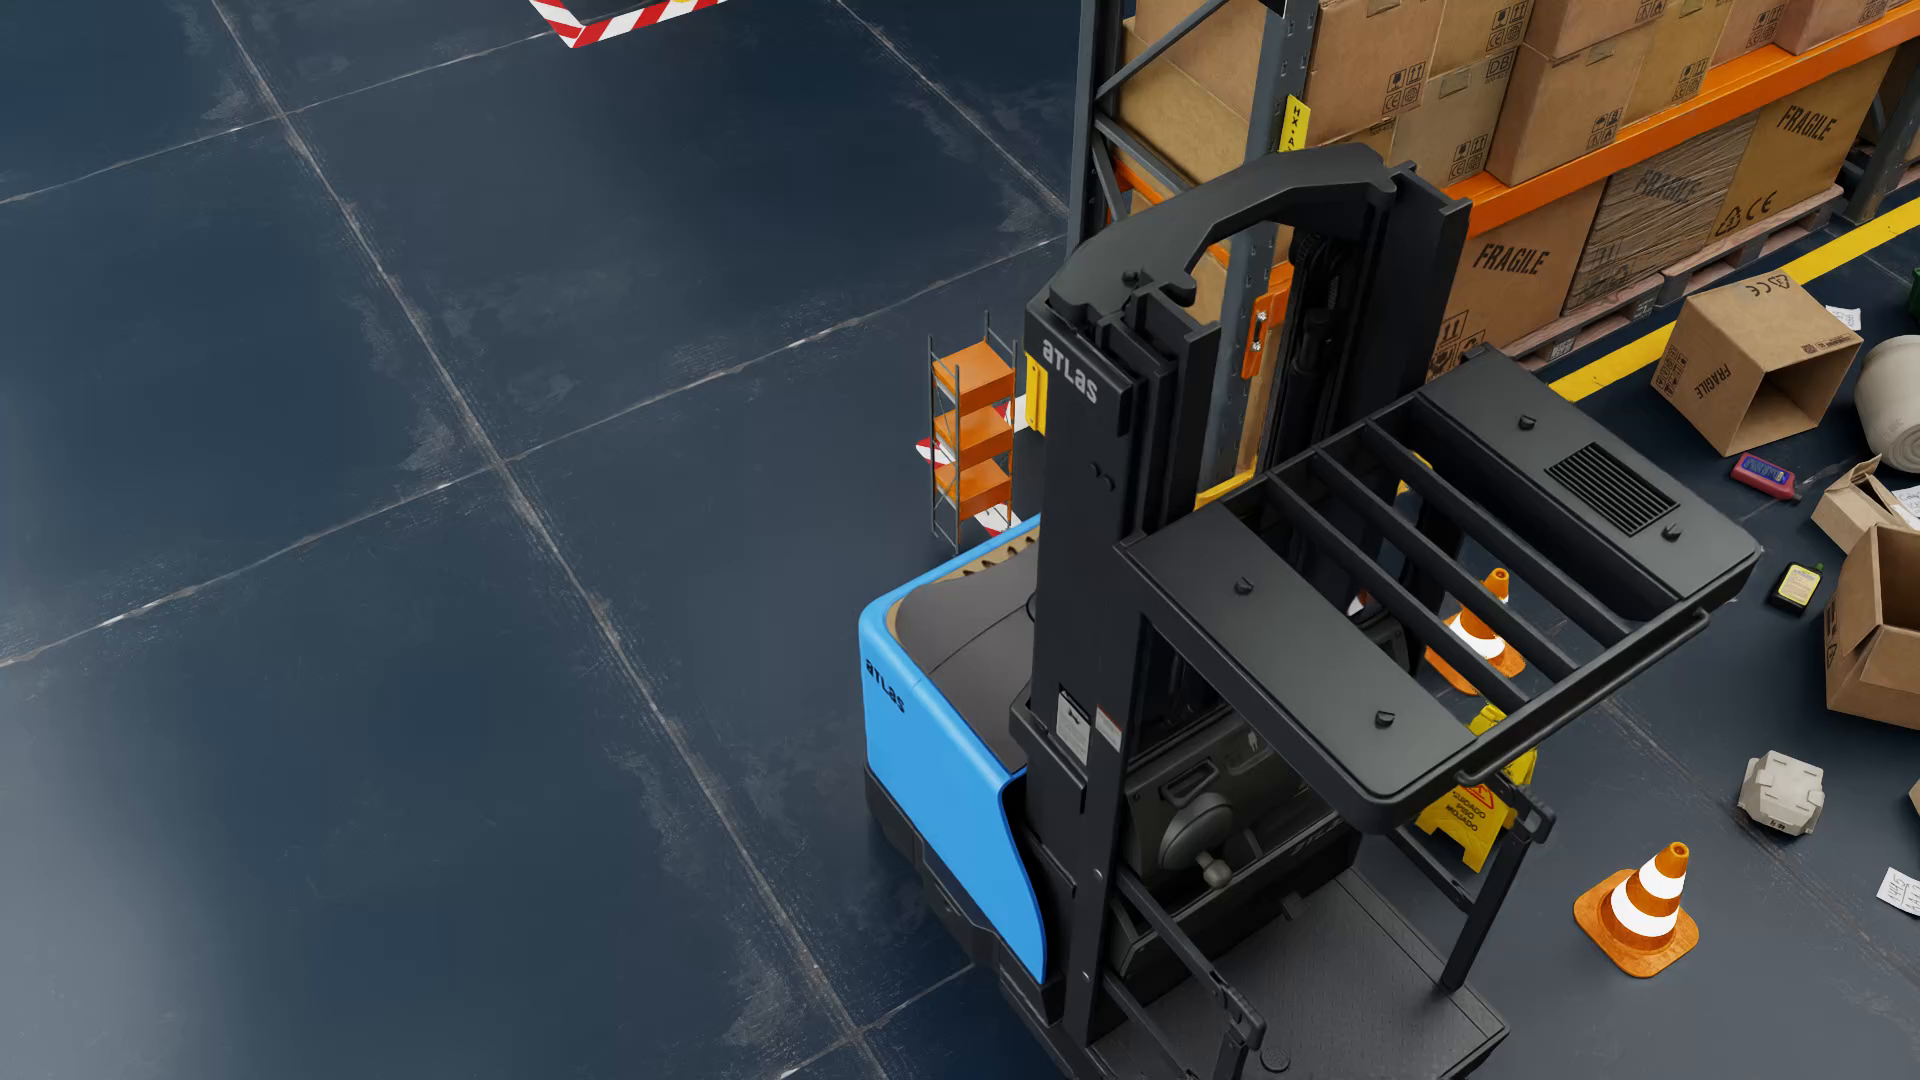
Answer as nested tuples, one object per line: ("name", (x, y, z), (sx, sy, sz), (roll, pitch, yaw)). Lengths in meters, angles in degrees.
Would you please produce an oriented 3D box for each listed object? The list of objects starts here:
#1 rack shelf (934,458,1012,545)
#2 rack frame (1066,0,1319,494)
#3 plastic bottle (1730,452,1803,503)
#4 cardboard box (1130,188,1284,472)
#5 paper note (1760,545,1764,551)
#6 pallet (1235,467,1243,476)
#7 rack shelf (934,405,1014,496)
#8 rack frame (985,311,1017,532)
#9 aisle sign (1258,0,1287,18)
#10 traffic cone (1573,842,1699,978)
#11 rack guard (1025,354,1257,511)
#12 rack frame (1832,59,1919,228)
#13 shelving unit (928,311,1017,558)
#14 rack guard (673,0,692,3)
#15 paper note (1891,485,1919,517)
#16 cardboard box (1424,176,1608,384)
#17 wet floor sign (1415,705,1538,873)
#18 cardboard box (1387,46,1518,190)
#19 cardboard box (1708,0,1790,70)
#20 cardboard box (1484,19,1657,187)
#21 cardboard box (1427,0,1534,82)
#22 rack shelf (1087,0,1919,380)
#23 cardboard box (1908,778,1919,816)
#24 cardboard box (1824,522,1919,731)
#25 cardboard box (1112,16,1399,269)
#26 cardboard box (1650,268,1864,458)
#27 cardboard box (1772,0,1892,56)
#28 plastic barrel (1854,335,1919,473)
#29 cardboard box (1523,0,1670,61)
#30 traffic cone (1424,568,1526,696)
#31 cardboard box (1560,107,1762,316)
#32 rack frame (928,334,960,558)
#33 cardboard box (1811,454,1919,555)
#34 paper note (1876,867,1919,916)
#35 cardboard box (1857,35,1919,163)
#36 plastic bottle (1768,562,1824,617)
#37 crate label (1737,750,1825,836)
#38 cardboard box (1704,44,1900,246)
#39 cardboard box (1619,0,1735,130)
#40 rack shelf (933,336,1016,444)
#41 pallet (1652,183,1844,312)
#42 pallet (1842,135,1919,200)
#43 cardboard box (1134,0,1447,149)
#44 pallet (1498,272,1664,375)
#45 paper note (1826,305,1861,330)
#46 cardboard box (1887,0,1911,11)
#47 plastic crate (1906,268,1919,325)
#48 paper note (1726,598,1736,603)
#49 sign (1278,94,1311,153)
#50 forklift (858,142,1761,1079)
("rack shelf", (0.045, -0.179, 6.538), (0.240, 0.259, 0.215), (-25, 53, -21))
("rack frame", (0.733, -1.251, 5.801), (0.127, 3.000, 1.000), (-25, 53, -21))
("plastic bottle", (3.352, -0.252, 6.879), (0.283, 0.061, 0.133), (30, 55, 24))
("cardboard box", (1.271, -0.996, 6.716), (0.875, 0.875, 0.875), (-25, 53, -21))
("paper note", (3.154, 0.032, 6.660), (0.123, 0.001, 0.032), (-2, 48, -1))
("pallet", (1.367, -0.692, 7.170), (1.213, 0.211, 1.003), (-25, 53, -21))
("rack shelf", (0.045, -0.363, 6.330), (0.240, 0.259, 0.215), (-25, 53, -21))
("rack frame", (0.148, -0.419, 6.365), (0.008, 1.050, 0.200), (-25, 53, -21))
("aisle sign", (0.833, -1.898, 4.636), (0.004, 0.787, 0.394), (-25, 53, -21))
("traffic cone", (2.255, 1.127, 5.382), (0.334, 0.463, 0.336), (-25, 53, -21))
("rack guard", (0.712, -0.411, 6.726), (0.348, 0.500, 1.175), (-25, 53, -21))
("rack frame", (4.116, -2.845, 7.221), (0.127, 3.000, 1.000), (-25, 53, -21))
("shelving unit", (0.045, -0.370, 6.322), (0.252, 1.050, 0.215), (-25, 53, -21))
("rack guard", (-1.764, -3.623, 9.587), (0.348, 0.500, 1.175), (-25, 53, -21))
("paper note", (3.944, -0.158, 6.821), (0.155, 0.023, 0.172), (-9, 49, -8))
("cardboard box", (2.014, -1.348, 7.029), (0.875, 0.875, 0.875), (-26, 53, -21))
("wet floor sign", (1.765, 0.794, 5.556), (0.232, 0.644, 0.267), (-34, 57, -27))
("cardboard box", (1.476, -1.711, 6.110), (0.550, 0.550, 0.875), (-25, 53, -21))
("cardboard box", (2.837, -2.366, 6.694), (0.550, 0.550, 0.875), (-25, 53, -21))
("cardboard box", (2.016, -1.855, 6.238), (0.550, 0.550, 0.875), (-25, 53, -21))
("cardboard box", (1.483, -2.061, 5.699), (0.550, 0.550, 0.875), (-25, 53, -21))
("rack shelf", (2.424, -1.809, 6.780), (4.000, 0.370, 1.077), (-25, 53, -21))
("cardboard box", (3.489, 0.985, 5.718), (0.250, 0.149, 0.380), (-2, 48, -1))
("cardboard box", (3.594, 0.366, 6.032), (0.797, 0.503, 0.637), (13, 50, 12))
("cardboard box", (1.022, -1.478, 5.902), (0.550, 0.550, 0.875), (-25, 53, -21))
("cardboard box", (3.350, -0.748, 7.025), (0.500, 0.500, 0.500), (-17, 51, -15))
("cardboard box", (3.357, -2.507, 6.819), (0.550, 0.550, 0.875), (-25, 53, -21))
("plastic barrel", (3.975, -0.568, 6.917), (0.421, 0.421, 0.512), (6, 49, 5))
("cardboard box", (2.029, -2.199, 5.821), (0.550, 0.550, 0.875), (-25, 53, -21))
("traffic cone", (1.940, 0.278, 6.138), (0.334, 0.463, 0.336), (-25, 53, -21))
("cardboard box", (2.786, -1.710, 7.351), (0.875, 0.875, 0.875), (-25, 53, -21))
("rack frame", (-0.058, -0.322, 6.279), (0.008, 1.050, 0.200), (-25, 53, -21))
("cardboard box", (3.645, -0.088, 6.596), (0.258, 0.266, 0.396), (-17, 51, -15))
("paper note", (3.197, 1.188, 5.617), (0.148, 0.019, 0.142), (30, 55, 24))
("cardboard box", (4.593, -2.541, 8.175), (0.750, 0.750, 1.050), (-25, 53, -21))
("plastic bottle", (3.277, 0.171, 6.502), (0.133, 0.061, 0.283), (30, 55, 24))
("crate label", (2.887, 0.883, 5.818), (0.250, 0.136, 0.298), (21, 52, 18))
("cardboard box", (3.546, -2.072, 7.673), (0.875, 0.875, 0.875), (-24, 53, -20))
("cardboard box", (2.443, -2.092, 6.449), (0.500, 0.550, 0.875), (-25, 53, -21))
("rack shelf", (0.045, -0.552, 6.118), (0.240, 0.259, 0.215), (-25, 53, -21))
("pallet", (3.431, -1.664, 8.036), (1.213, 0.211, 1.003), (-25, 53, -21))
("pallet", (4.728, -2.273, 8.578), (1.213, 0.211, 1.003), (-25, 53, -21))
("cardboard box", (1.067, -1.784, 5.452), (0.550, 0.550, 0.875), (-25, 53, -21))
("pallet", (2.398, -1.175, 7.601), (1.213, 0.211, 1.003), (-25, 53, -21))
("paper note", (4.030, -1.018, 7.581), (0.147, 0.020, 0.142), (13, 50, 12))
("cardboard box", (3.810, -2.741, 7.027), (0.550, 0.550, 0.875), (-25, 53, -21))
("plastic crate", (4.668, -1.033, 7.451), (0.662, 0.188, 0.450), (-2, 38, -1))
("paper note", (2.930, 0.201, 6.497), (0.142, 0.017, 0.144), (-9, 49, -8))
("sign", (1.024, -1.213, 5.134), (0.005, 0.325, 0.100), (-25, 53, -21))
("forklift", (0.926, 0.650, 4.154), (1.130, 2.935, 3.031), (-28, 54, -22))
